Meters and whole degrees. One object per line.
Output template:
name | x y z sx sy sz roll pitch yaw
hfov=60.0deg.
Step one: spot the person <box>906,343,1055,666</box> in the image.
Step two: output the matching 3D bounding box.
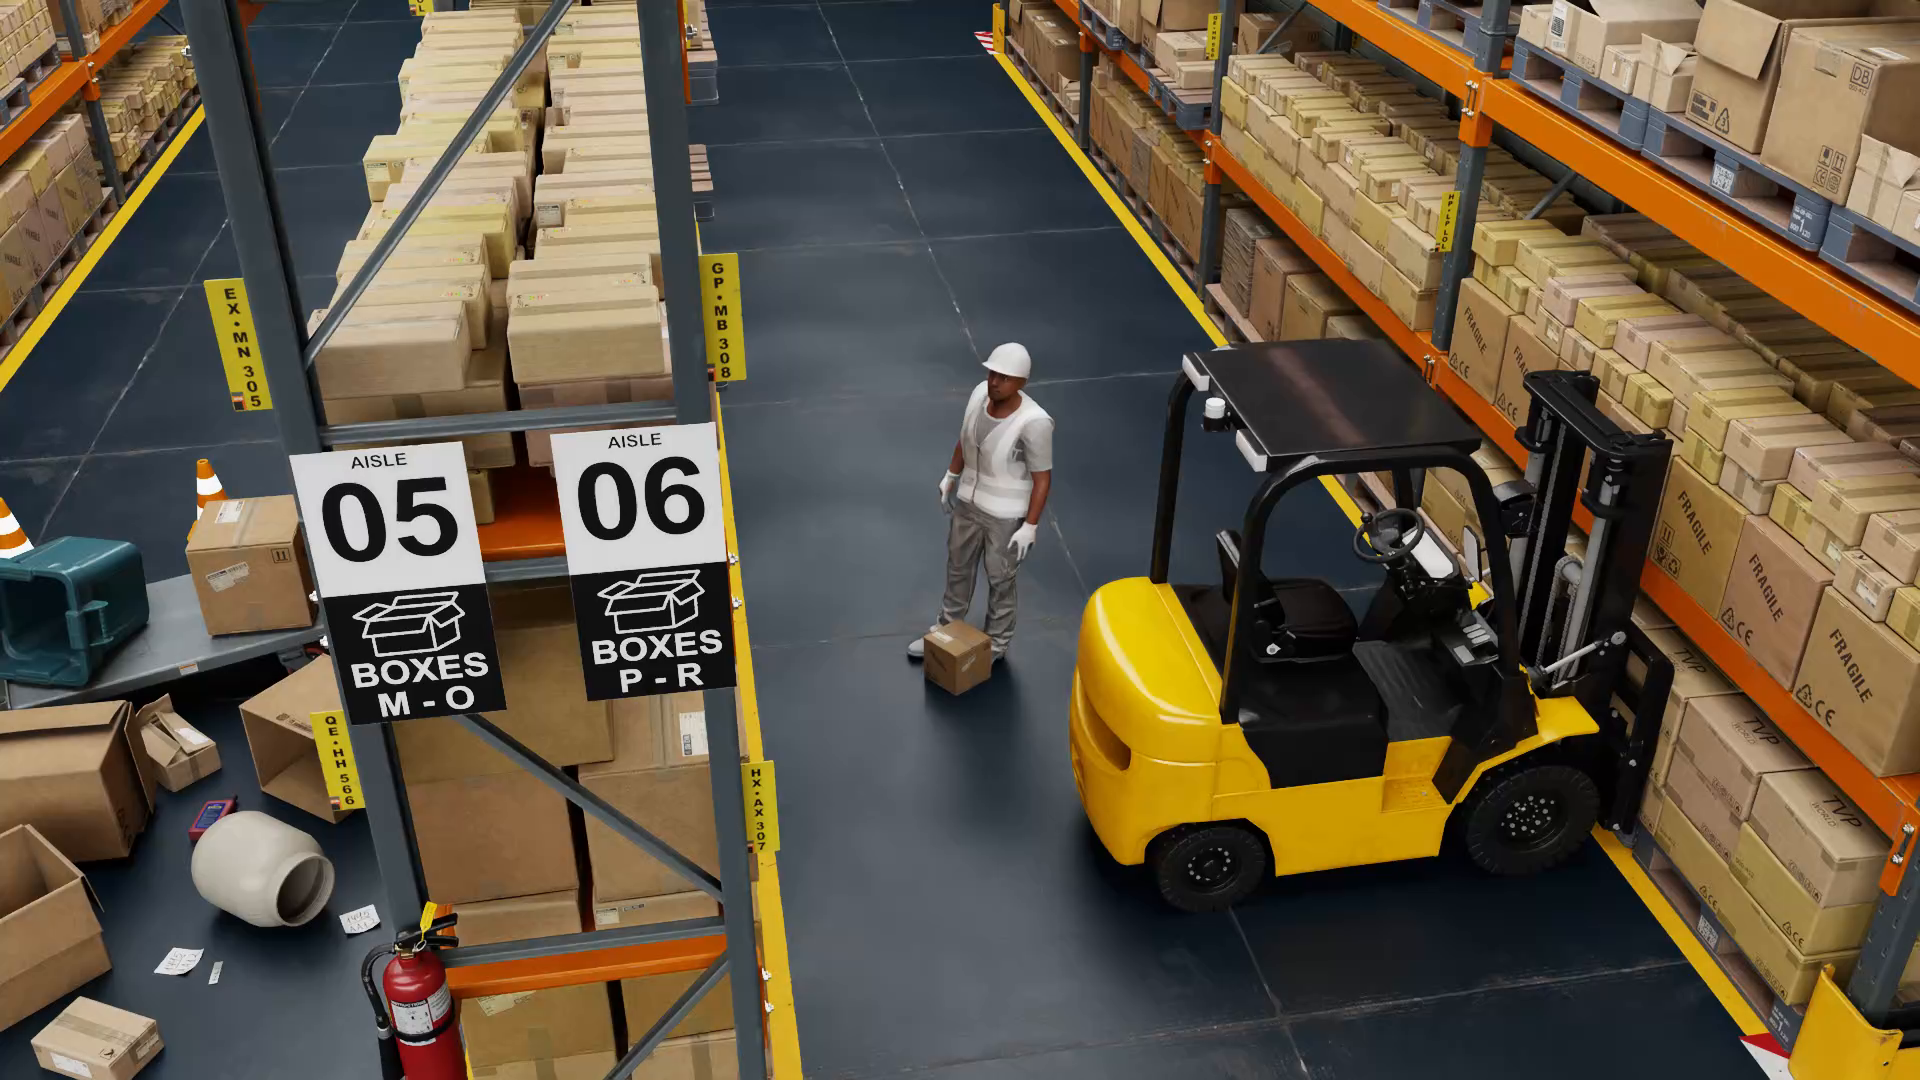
person | 0.113 -0.141 8.343 0.577 1.782 0.653 -24 38 -35
